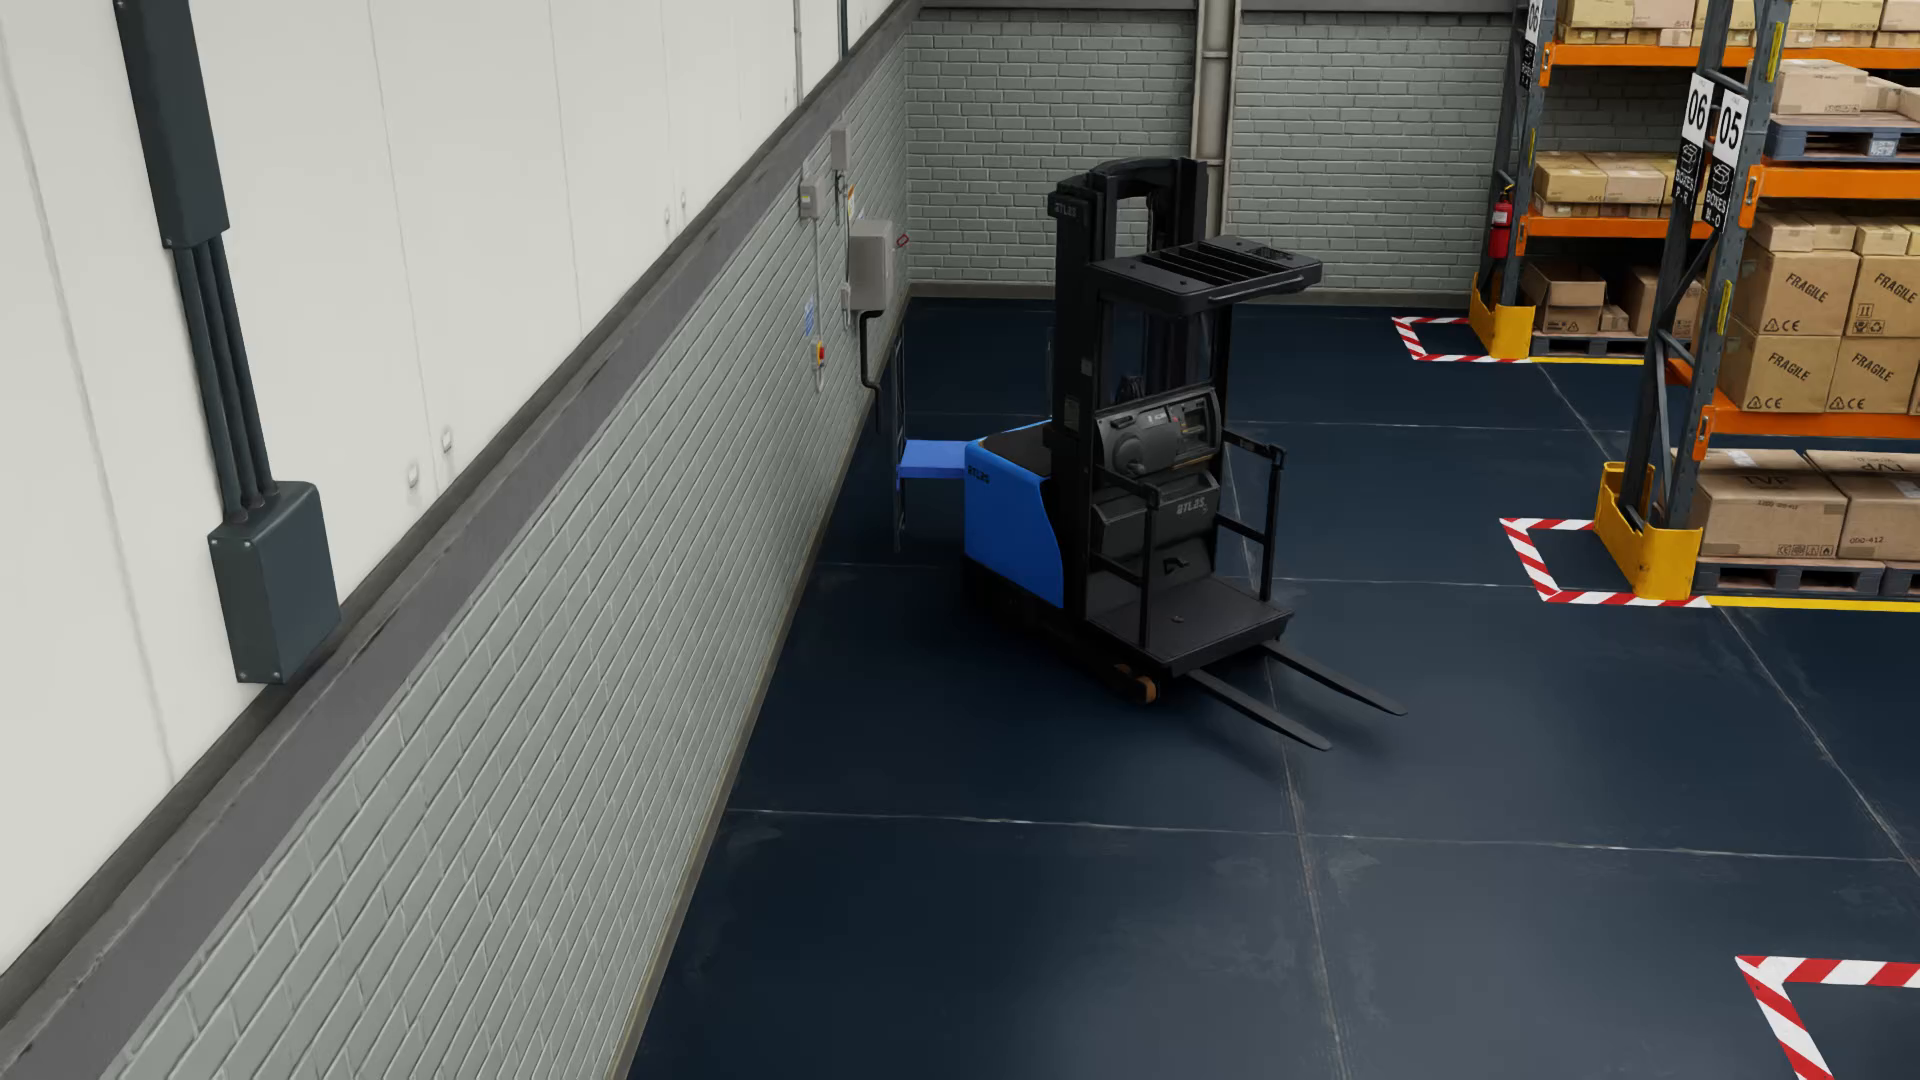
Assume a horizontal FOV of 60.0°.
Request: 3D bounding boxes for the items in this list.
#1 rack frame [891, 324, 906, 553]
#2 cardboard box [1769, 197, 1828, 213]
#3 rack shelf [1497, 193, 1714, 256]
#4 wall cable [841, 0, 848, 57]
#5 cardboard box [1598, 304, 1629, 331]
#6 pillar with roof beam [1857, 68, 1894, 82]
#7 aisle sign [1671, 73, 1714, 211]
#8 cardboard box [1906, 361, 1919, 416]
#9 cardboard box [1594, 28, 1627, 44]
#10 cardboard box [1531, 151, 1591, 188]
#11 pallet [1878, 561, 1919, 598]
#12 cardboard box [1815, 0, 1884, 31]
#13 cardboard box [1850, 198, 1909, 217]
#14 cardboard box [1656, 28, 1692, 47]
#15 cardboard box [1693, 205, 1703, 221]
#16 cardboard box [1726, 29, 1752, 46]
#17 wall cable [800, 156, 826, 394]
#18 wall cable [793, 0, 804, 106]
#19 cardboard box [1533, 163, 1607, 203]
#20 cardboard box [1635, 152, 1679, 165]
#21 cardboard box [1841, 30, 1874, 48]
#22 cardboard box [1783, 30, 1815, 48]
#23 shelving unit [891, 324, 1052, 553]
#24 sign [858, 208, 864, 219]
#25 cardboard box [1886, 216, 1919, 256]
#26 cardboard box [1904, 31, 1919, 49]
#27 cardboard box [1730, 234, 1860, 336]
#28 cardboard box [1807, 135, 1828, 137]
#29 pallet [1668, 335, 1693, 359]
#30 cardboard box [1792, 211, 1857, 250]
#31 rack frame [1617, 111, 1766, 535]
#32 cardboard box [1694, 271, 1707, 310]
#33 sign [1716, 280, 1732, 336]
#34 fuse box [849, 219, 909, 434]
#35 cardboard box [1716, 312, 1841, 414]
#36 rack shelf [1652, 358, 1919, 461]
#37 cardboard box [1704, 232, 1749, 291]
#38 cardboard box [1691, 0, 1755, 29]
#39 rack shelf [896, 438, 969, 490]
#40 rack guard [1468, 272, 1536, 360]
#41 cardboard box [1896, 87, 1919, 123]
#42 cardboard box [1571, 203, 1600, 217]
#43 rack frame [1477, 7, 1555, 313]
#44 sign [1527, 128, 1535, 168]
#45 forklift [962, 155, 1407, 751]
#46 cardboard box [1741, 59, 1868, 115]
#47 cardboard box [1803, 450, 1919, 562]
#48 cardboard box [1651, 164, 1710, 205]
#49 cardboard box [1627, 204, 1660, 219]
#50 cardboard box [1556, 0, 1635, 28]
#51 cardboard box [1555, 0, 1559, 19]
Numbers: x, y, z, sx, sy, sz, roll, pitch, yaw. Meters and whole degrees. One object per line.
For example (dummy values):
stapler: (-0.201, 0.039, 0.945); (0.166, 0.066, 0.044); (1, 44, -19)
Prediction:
rack frame: (-0.422, -0.695, 11.466); (0.032, 1.500, 0.500); (2, 25, 4)
cardboard box: (5.314, -2.080, 10.590); (0.250, 0.149, 0.380); (2, 25, 5)
rack shelf: (7.057, -2.890, 15.303); (4.000, 0.370, 1.077); (2, 25, 4)
wall cable: (-0.696, -5.492, 12.875); (0.133, 3.039, 2.988); (2, 25, 4)
cardboard box: (6.086, -2.087, 15.606); (0.250, 0.149, 0.380); (1, 25, 2)
pillar with roof beam: (8.096, -4.482, 10.724); (0.400, 9.000, 9.100); (2, 25, 4)
aisle sign: (4.638, -2.524, 10.537); (0.004, 0.787, 0.394); (2, 25, 4)
cardboard box: (6.155, -1.094, 10.419); (0.500, 0.500, 0.500); (2, 25, 4)
cardboard box: (5.626, -4.425, 14.489); (0.250, 0.149, 0.380); (2, 25, 5)
cardboard box: (5.541, -3.444, 15.469); (0.500, 0.250, 0.500); (3, 25, 6)
pallet: (6.702, 0.088, 11.306); (1.213, 0.211, 1.003); (2, 25, 4)
cardboard box: (7.521, -4.527, 14.235); (0.500, 0.250, 0.500); (2, 25, 5)
cardboard box: (5.826, -2.082, 10.594); (0.250, 0.149, 0.380); (2, 25, 5)
cardboard box: (6.121, -4.358, 14.346); (0.250, 0.149, 0.380); (2, 25, 5)
cardboard box: (6.650, -2.980, 14.938); (0.250, 0.149, 0.380); (1, 25, 2)
cardboard box: (6.634, -4.371, 14.373); (0.250, 0.149, 0.380); (2, 25, 3)
wall cable: (-0.938, -1.858, 10.947); (0.123, 1.953, 0.585); (2, 25, 4)
wall cable: (-1.007, -4.002, 9.681); (0.029, 3.000, 0.463); (2, 25, 4)
cardboard box: (5.494, -3.221, 14.985); (0.500, 0.250, 0.500); (2, 25, 4)
cardboard box: (6.549, -3.409, 15.393); (0.500, 0.250, 0.500); (3, 25, 6)
cardboard box: (7.650, -4.341, 14.309); (0.250, 0.149, 0.380); (3, 25, 6)
cardboard box: (7.132, -4.327, 14.276); (0.250, 0.149, 0.380); (2, 25, 5)
shelving unit: (0.085, -0.679, 11.431); (1.048, 1.500, 0.538); (2, 25, 4)
sign: (-0.800, -2.423, 13.540); (0.001, 0.494, 0.329); (2, 25, 4)
cardboard box: (5.800, -1.844, 10.076); (0.250, 0.149, 0.380); (1, 25, 2)
cardboard box: (8.159, -4.311, 14.242); (0.250, 0.149, 0.380); (3, 25, 6)
cardboard box: (5.143, -1.577, 10.274); (0.500, 0.500, 0.500); (1, 25, 3)
cardboard box: (7.586, -3.719, 15.170); (0.500, 0.500, 0.500); (1, 25, 3)
pallet: (7.146, -1.946, 15.727); (1.213, 0.211, 1.003); (2, 25, 4)
cardboard box: (5.286, -1.901, 10.200); (0.250, 0.149, 0.380); (2, 25, 5)
rack frame: (4.686, -1.212, 10.795); (0.127, 3.000, 1.000); (2, 25, 4)
cardboard box: (7.034, -2.175, 15.376); (0.500, 0.500, 0.500); (2, 25, 5)
sign: (4.638, -1.410, 10.095); (0.005, 0.325, 0.100); (2, 25, 4)
fuse box: (-0.632, -1.668, 13.328); (0.414, 1.711, 0.539); (2, 25, 4)
cardboard box: (5.143, -1.122, 10.481); (0.500, 0.500, 0.500); (2, 25, 4)
rack shelf: (6.680, -0.821, 10.806); (4.000, 0.370, 1.077); (2, 25, 4)
cardboard box: (5.185, -1.795, 10.747); (0.500, 0.500, 0.500); (3, 25, 6)
cardboard box: (6.502, -4.553, 14.291); (0.500, 0.250, 0.500); (1, 25, 2)
rack shelf: (0.085, -0.515, 11.506); (1.000, 0.185, 0.538); (2, 25, 4)
rack guard: (5.138, -2.143, 15.808); (0.348, 0.500, 1.175); (2, 25, 4)
cardboard box: (5.753, -2.566, 9.828); (0.250, 0.149, 0.380); (3, 25, 6)
cardboard box: (5.626, -3.053, 15.097); (0.250, 0.149, 0.380); (2, 25, 5)
rack frame: (5.062, -3.281, 15.291); (0.127, 3.000, 1.000); (2, 25, 4)
sign: (5.021, -3.448, 14.619); (0.005, 0.325, 0.100); (2, 25, 4)
forklift: (1.295, -0.605, 9.558); (1.130, 2.935, 3.031); (-17, 30, -33)
cardboard box: (5.142, -2.766, 10.141); (0.500, 0.250, 0.500); (0, 25, -1)
cardboard box: (6.265, -0.233, 11.231); (0.875, 0.438, 0.875); (2, 25, 5)
cardboard box: (6.503, -3.190, 14.918); (0.500, 0.250, 0.500); (1, 25, 3)
cardboard box: (6.138, -3.025, 15.037); (0.250, 0.149, 0.380); (3, 25, 6)
cardboard box: (5.484, -4.582, 14.355); (0.500, 0.250, 0.500); (2, 25, 3)
cardboard box: (5.527, -4.809, 14.849); (0.500, 0.250, 0.500); (1, 25, 3)
